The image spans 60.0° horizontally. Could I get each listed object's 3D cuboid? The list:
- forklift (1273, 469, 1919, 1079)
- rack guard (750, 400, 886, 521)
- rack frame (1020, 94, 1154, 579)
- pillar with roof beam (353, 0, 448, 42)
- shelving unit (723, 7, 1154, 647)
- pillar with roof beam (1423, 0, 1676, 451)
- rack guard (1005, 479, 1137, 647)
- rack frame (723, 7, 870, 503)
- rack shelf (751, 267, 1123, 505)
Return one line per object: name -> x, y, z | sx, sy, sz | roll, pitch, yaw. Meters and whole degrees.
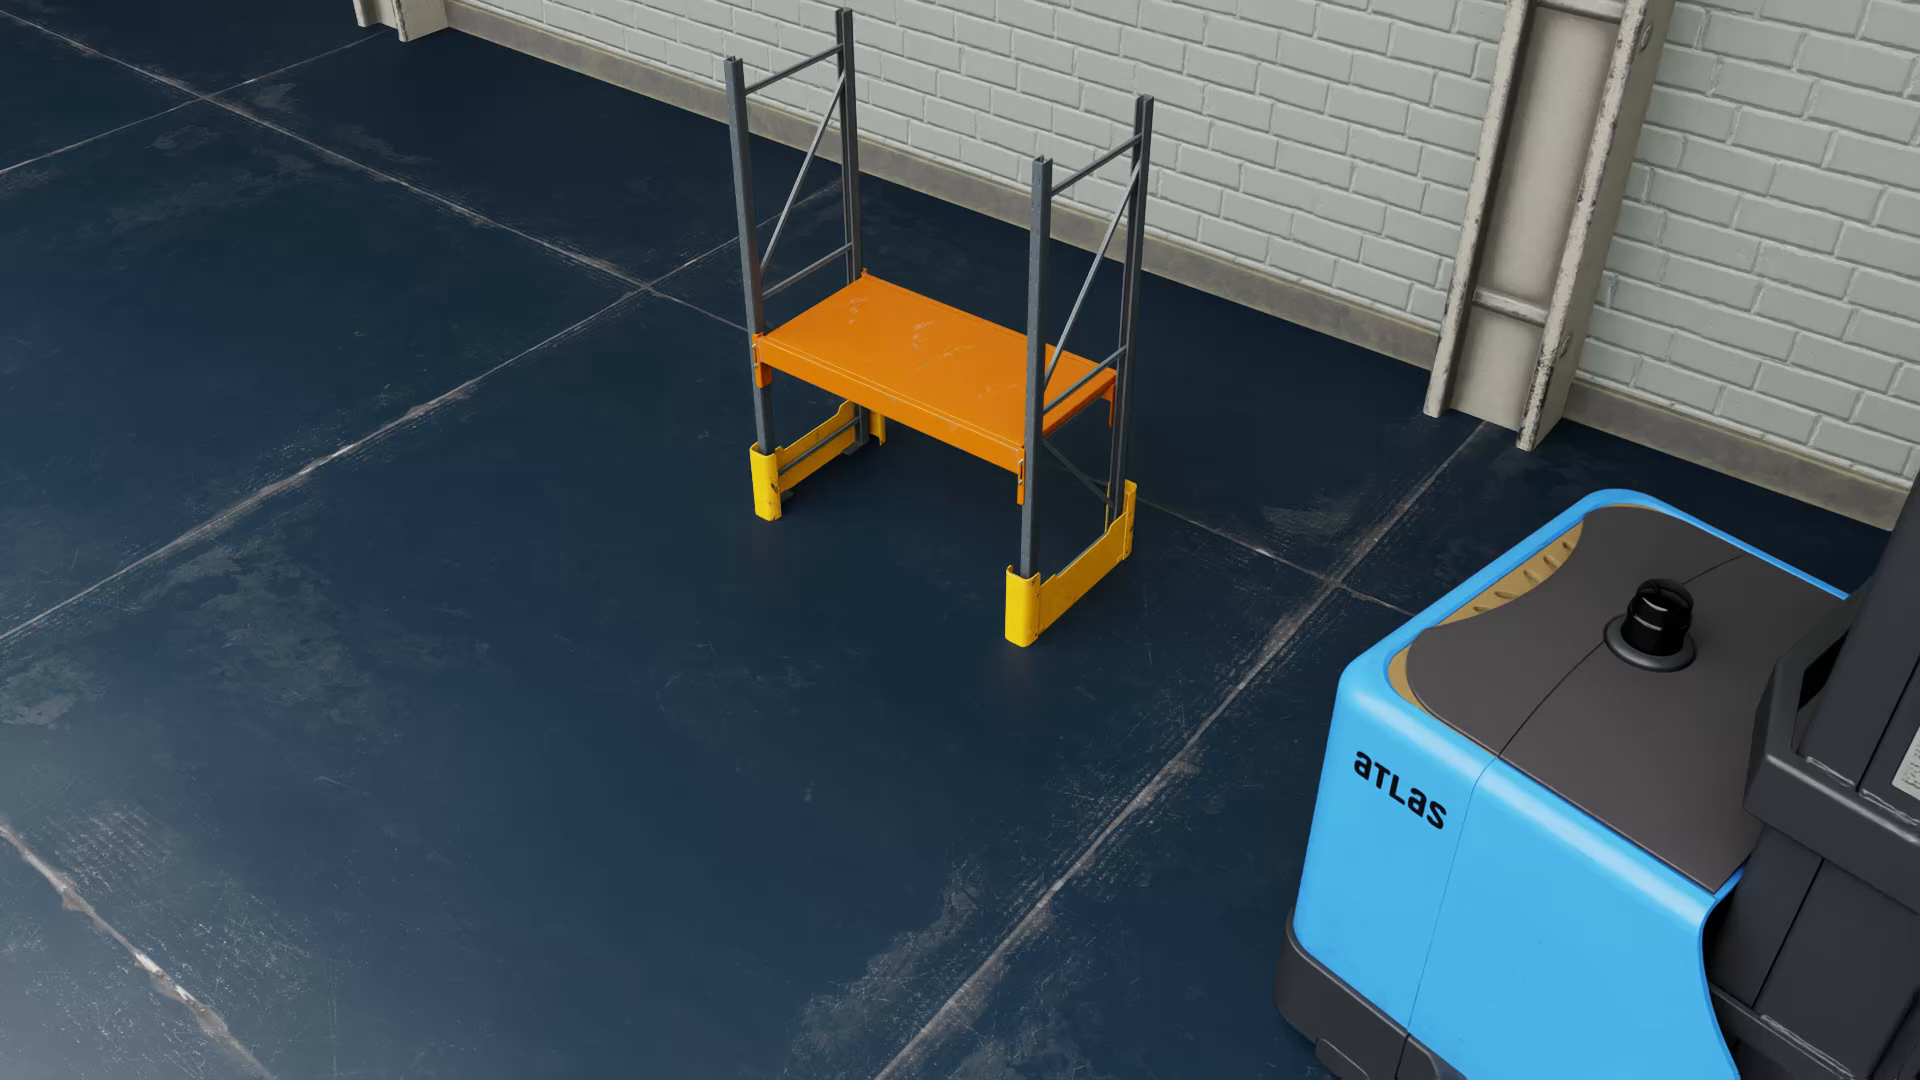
forklift -> 2.064, 0.432, 2.321 | 1.130, 2.935, 3.031 | -28, 46, -31
rack guard -> -0.456, -0.313, 5.448 | 0.087, 0.250, 0.587 | 25, 45, 29
rack frame -> 0.336, -0.432, 4.585 | 0.032, 1.500, 0.500 | 25, 45, 29
pillar with roof beam -> -5.512, -4.129, 3.225 | 0.400, 9.000, 9.100 | 25, 45, 29
shelving unit -> -0.061, -0.619, 4.824 | 1.083, 1.500, 0.587 | 25, 45, 29
pillar with roof beam -> -0.746, -1.882, 0.354 | 0.400, 9.000, 9.100 | 25, 45, 29
rack guard -> 0.335, 0.060, 4.971 | 0.087, 0.250, 0.587 | 25, 45, 29
rack frame -> -0.472, -0.813, 5.072 | 0.032, 1.500, 0.500 | 25, 45, 29
rack shelf -> -0.068, -0.481, 4.939 | 1.000, 0.185, 0.538 | 25, 45, 29
